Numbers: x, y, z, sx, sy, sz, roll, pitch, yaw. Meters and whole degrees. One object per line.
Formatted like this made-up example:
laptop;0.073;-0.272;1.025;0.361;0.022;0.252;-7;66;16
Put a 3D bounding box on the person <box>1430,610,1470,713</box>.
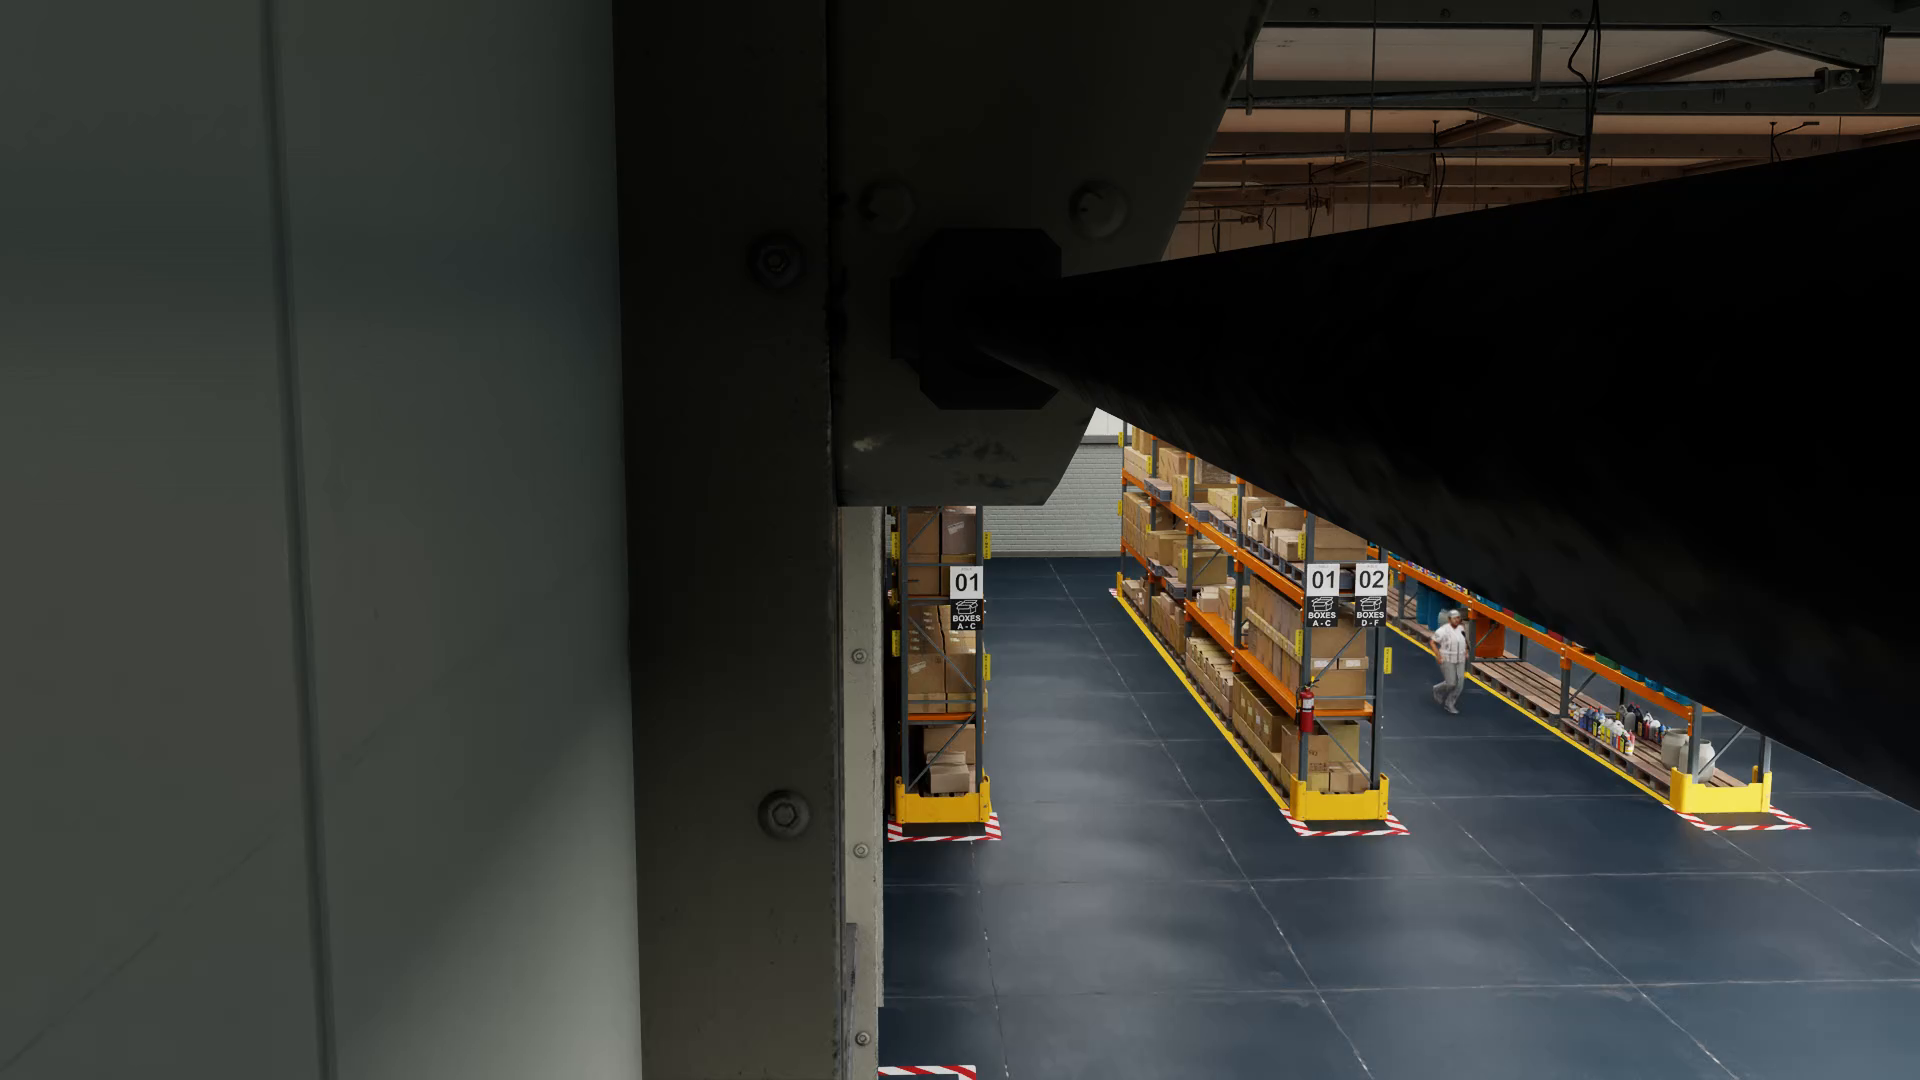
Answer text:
person;7.690;1.896;25.967;0.607;1.624;0.547;-2;8;-15
